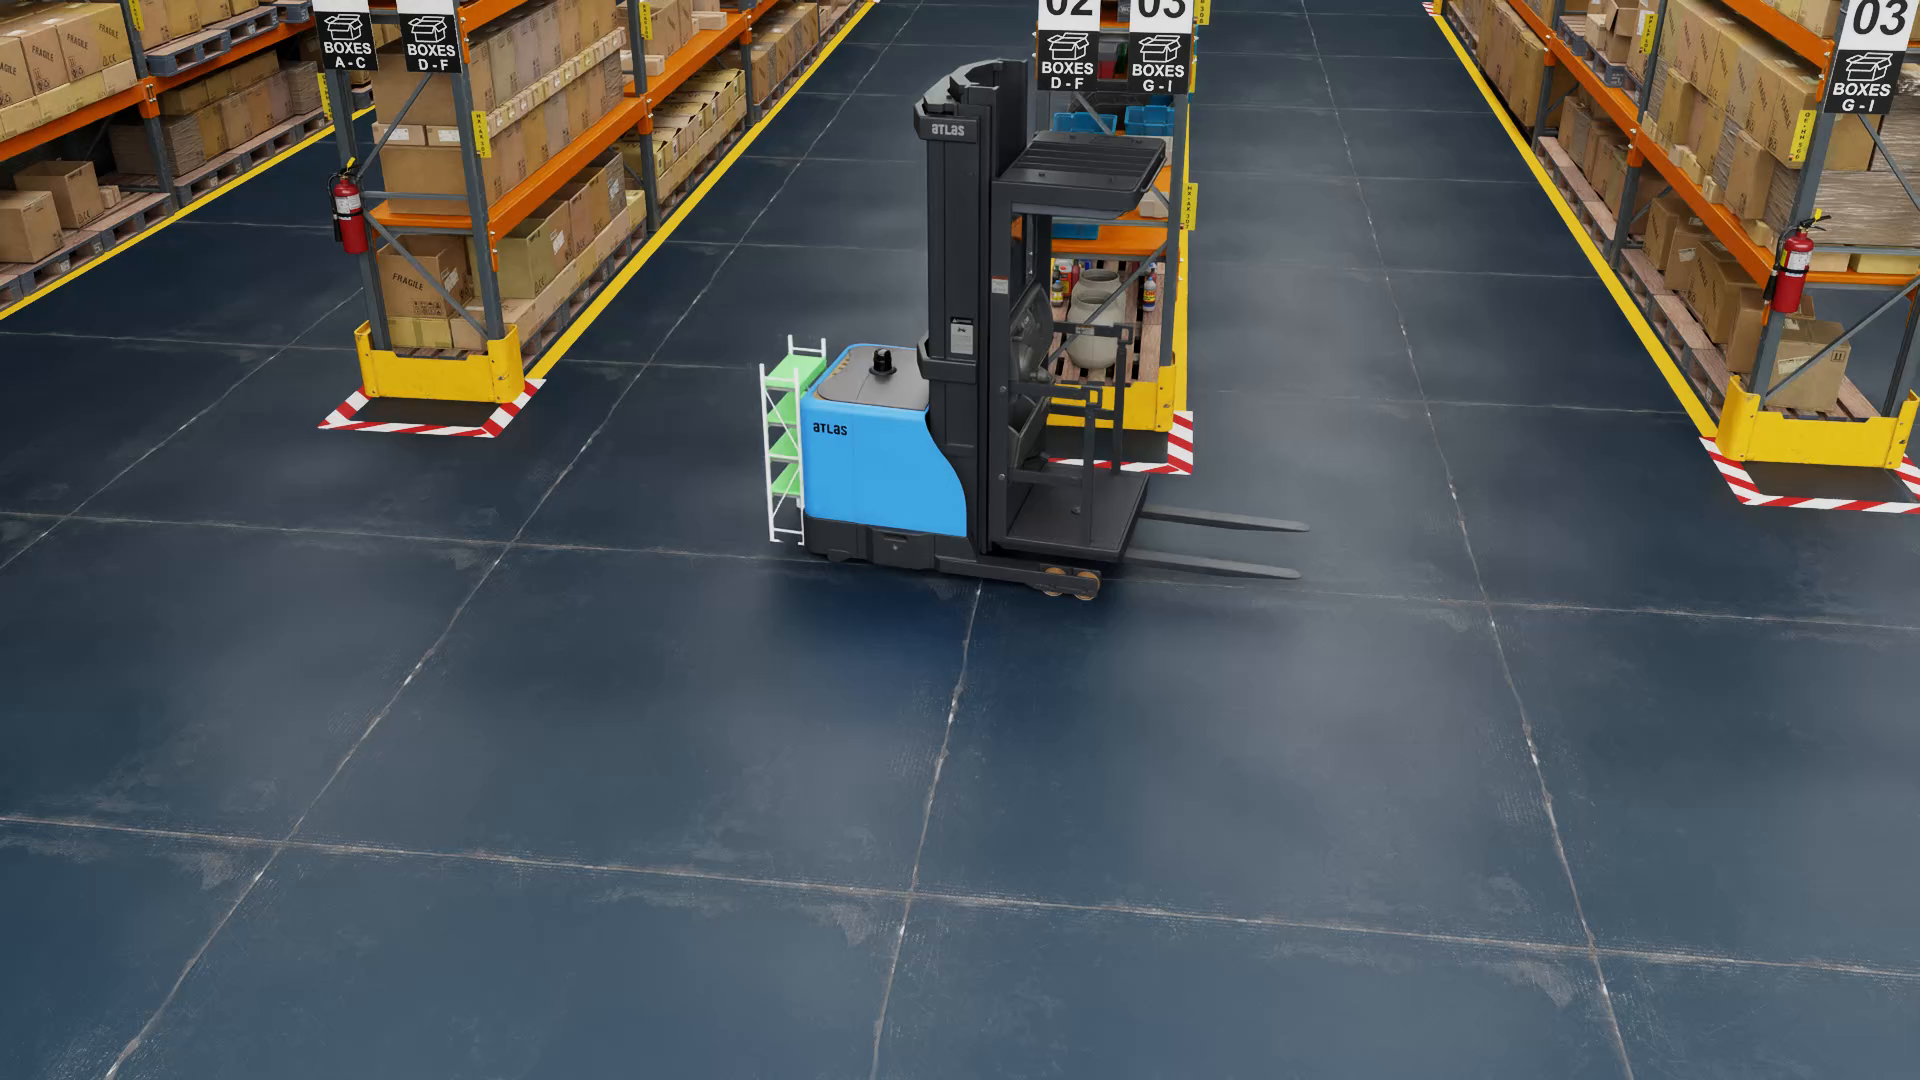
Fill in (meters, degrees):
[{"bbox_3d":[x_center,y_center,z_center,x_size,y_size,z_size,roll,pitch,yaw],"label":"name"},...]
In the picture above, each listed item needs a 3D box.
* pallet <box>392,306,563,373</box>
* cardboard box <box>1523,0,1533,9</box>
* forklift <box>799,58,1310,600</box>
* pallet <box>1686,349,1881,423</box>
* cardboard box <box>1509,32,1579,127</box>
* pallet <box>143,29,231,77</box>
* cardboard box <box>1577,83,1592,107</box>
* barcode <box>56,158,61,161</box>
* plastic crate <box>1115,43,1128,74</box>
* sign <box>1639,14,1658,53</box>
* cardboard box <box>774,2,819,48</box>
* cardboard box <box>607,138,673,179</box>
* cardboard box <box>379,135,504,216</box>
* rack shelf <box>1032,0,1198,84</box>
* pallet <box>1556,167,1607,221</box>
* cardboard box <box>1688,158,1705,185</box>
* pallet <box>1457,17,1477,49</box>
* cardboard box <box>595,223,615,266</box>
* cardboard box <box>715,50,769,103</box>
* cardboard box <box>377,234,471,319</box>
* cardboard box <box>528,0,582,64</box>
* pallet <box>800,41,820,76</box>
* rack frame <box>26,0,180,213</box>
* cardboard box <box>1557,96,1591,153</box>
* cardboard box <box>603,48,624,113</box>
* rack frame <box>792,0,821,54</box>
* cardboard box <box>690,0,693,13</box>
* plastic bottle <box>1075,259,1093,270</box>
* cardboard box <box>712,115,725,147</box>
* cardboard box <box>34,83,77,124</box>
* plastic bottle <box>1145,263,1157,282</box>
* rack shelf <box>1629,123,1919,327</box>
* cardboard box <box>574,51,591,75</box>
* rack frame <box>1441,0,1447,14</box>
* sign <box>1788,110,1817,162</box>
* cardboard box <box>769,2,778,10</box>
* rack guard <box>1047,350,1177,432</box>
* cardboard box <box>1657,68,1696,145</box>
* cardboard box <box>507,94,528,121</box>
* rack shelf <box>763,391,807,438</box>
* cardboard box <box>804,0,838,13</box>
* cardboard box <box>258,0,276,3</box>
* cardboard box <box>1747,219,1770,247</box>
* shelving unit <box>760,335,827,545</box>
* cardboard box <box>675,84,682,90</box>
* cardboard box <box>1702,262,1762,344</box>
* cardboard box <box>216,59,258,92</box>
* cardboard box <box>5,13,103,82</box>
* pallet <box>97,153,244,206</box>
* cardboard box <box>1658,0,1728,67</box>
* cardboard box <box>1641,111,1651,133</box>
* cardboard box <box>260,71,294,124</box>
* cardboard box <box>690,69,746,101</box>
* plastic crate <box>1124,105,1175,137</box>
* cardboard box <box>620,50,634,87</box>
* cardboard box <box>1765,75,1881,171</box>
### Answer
[{"bbox_3d":[-3.856,-1.599,13.288,1.003,0.211,1.213,3,28,6],"label":"pallet"},{"bbox_3d":[6.846,-6.423,19.195,0.500,0.500,0.500,2,28,5],"label":"cardboard box"},{"bbox_3d":[0.607,-1.212,9.702,3.031,2.935,1.130,7,29,13],"label":"forklift"},{"bbox_3d":[6.067,-1.076,12.316,1.003,0.211,1.213,3,28,6],"label":"pallet"},{"bbox_3d":[7.009,-5.226,18.877,1.225,0.875,0.875,2,28,4],"label":"cardboard box"},{"bbox_3d":[-8.096,-4.900,16.678,1.003,0.211,1.213,3,28,6],"label":"pallet"},{"bbox_3d":[6.851,-4.759,17.594,0.500,0.250,0.500,4,29,8],"label":"cardboard box"},{"bbox_3d":[-8.639,-3.627,15.947,0.001,0.075,0.075,3,28,6],"label":"barcode"},{"bbox_3d":[1.431,-4.801,16.514,0.450,0.188,0.662,3,28,6],"label":"plastic crate"},{"bbox_3d":[5.862,-4.310,14.159,0.100,0.325,0.005,3,28,6],"label":"sign"},{"bbox_3d":[-2.213,-6.957,22.465,0.500,0.500,0.500,3,28,6],"label":"cardboard box"},{"bbox_3d":[-3.120,-3.749,16.203,0.500,0.311,0.500,3,29,6],"label":"cardboard box"},{"bbox_3d":[-3.838,-2.728,12.337,0.700,0.500,0.500,3,28,6],"label":"cardboard box"},{"bbox_3d":[1.253,-4.120,12.623,1.077,0.370,4.000,3,28,6],"label":"rack shelf"},{"bbox_3d":[6.655,-3.485,16.788,1.003,0.211,1.213,3,28,6],"label":"pallet"},{"bbox_3d":[5.918,-2.869,12.969,0.380,0.149,0.250,3,28,6],"label":"cardboard box"},{"bbox_3d":[7.712,-7.237,23.753,1.003,0.211,1.213,3,28,6],"label":"pallet"},{"bbox_3d":[-3.375,-2.620,14.699,0.500,0.250,0.500,3,28,6],"label":"cardboard box"},{"bbox_3d":[-2.588,-5.521,19.799,0.500,0.500,0.500,5,29,8],"label":"cardboard box"},{"bbox_3d":[-4.137,-2.039,12.830,0.500,0.500,0.500,3,28,6],"label":"cardboard box"},{"bbox_3d":[-3.588,-4.280,13.850,0.700,0.500,0.500,3,28,6],"label":"cardboard box"},{"bbox_3d":[-2.500,-6.500,22.386,1.003,0.211,1.213,3,28,6],"label":"pallet"},{"bbox_3d":[-8.334,-4.634,15.980,1.000,3.000,0.127,3,28,6],"label":"rack frame"},{"bbox_3d":[6.841,-4.430,17.773,0.700,0.500,0.500,2,28,4],"label":"cardboard box"},{"bbox_3d":[-3.466,-4.182,15.037,0.700,0.500,0.500,3,28,5],"label":"cardboard box"},{"bbox_3d":[-2.437,-8.113,22.439,1.000,3.000,0.127,3,28,6],"label":"rack frame"},{"bbox_3d":[-3.229,-5.781,18.205,0.500,0.311,0.500,3,28,6],"label":"cardboard box"},{"bbox_3d":[1.062,-2.411,14.262,0.152,0.276,0.135,3,28,6],"label":"plastic bottle"},{"bbox_3d":[-2.874,-4.463,18.121,0.500,0.250,0.500,4,29,7],"label":"cardboard box"},{"bbox_3d":[-8.207,-3.864,14.689,0.500,0.250,0.500,3,28,6],"label":"cardboard box"},{"bbox_3d":[1.581,-2.164,13.809,0.097,0.271,0.097,0,28,0],"label":"plastic bottle"},{"bbox_3d":[6.169,-2.512,12.800,1.077,0.370,4.000,3,28,6],"label":"rack shelf"},{"bbox_3d":[-3.365,-4.058,14.122,0.380,0.149,0.250,3,28,6],"label":"cardboard box"},{"bbox_3d":[7.884,-9.419,24.862,1.000,3.000,0.127,3,28,6],"label":"rack frame"},{"bbox_3d":[5.375,-2.578,10.610,0.100,0.325,0.005,3,28,6],"label":"sign"},{"bbox_3d":[-2.739,-6.993,22.531,0.500,0.500,0.500,2,28,4],"label":"cardboard box"},{"bbox_3d":[0.970,-1.113,12.081,1.175,0.500,0.348,3,28,6],"label":"rack guard"},{"bbox_3d":[6.201,-3.503,13.463,0.875,0.500,0.500,3,28,6],"label":"cardboard box"},{"bbox_3d":[-3.551,-3.327,12.765,0.380,0.149,0.250,3,28,5],"label":"cardboard box"},{"bbox_3d":[-1.019,-0.777,10.348,0.258,0.148,0.480,7,29,13],"label":"rack shelf"},{"bbox_3d":[-2.212,-8.093,24.569,0.797,0.503,0.637,3,28,6],"label":"cardboard box"},{"bbox_3d":[-7.934,-6.268,18.444,0.700,0.500,0.500,1,28,1],"label":"cardboard box"},{"bbox_3d":[5.764,-2.161,11.656,0.380,0.149,0.250,3,28,6],"label":"cardboard box"},{"bbox_3d":[-1.019,-0.622,10.432,0.258,1.200,0.503,7,29,13],"label":"shelving unit"},{"bbox_3d":[-3.339,-4.974,18.478,0.500,0.311,0.500,3,28,5],"label":"cardboard box"},{"bbox_3d":[6.151,-1.841,12.990,0.500,0.500,0.500,6,29,11],"label":"cardboard box"},{"bbox_3d":[-8.071,-5.091,18.210,0.500,0.250,0.500,3,28,6],"label":"cardboard box"},{"bbox_3d":[-8.141,-4.431,14.950,0.500,0.500,0.500,3,28,6],"label":"cardboard box"},{"bbox_3d":[-8.241,-3.773,17.322,1.003,0.211,1.213,3,28,6],"label":"pallet"},{"bbox_3d":[6.106,-4.188,13.680,0.500,0.500,0.500,3,28,6],"label":"cardboard box"},{"bbox_3d":[6.089,-3.576,14.281,0.380,0.149,0.250,3,28,6],"label":"cardboard box"},{"bbox_3d":[-8.059,-5.032,18.891,0.700,0.500,0.500,3,28,6],"label":"cardboard box"},{"bbox_3d":[-2.747,-5.191,18.879,0.500,0.311,0.500,4,29,8],"label":"cardboard box"},{"bbox_3d":[1.632,-3.456,13.951,0.499,0.251,0.616,3,28,6],"label":"plastic crate"},{"bbox_3d":[-3.401,-4.516,15.920,0.500,0.250,0.500,5,29,9],"label":"cardboard box"},{"bbox_3d":[5.746,-2.776,11.058,0.500,0.500,0.500,3,28,6],"label":"cardboard box"}]
